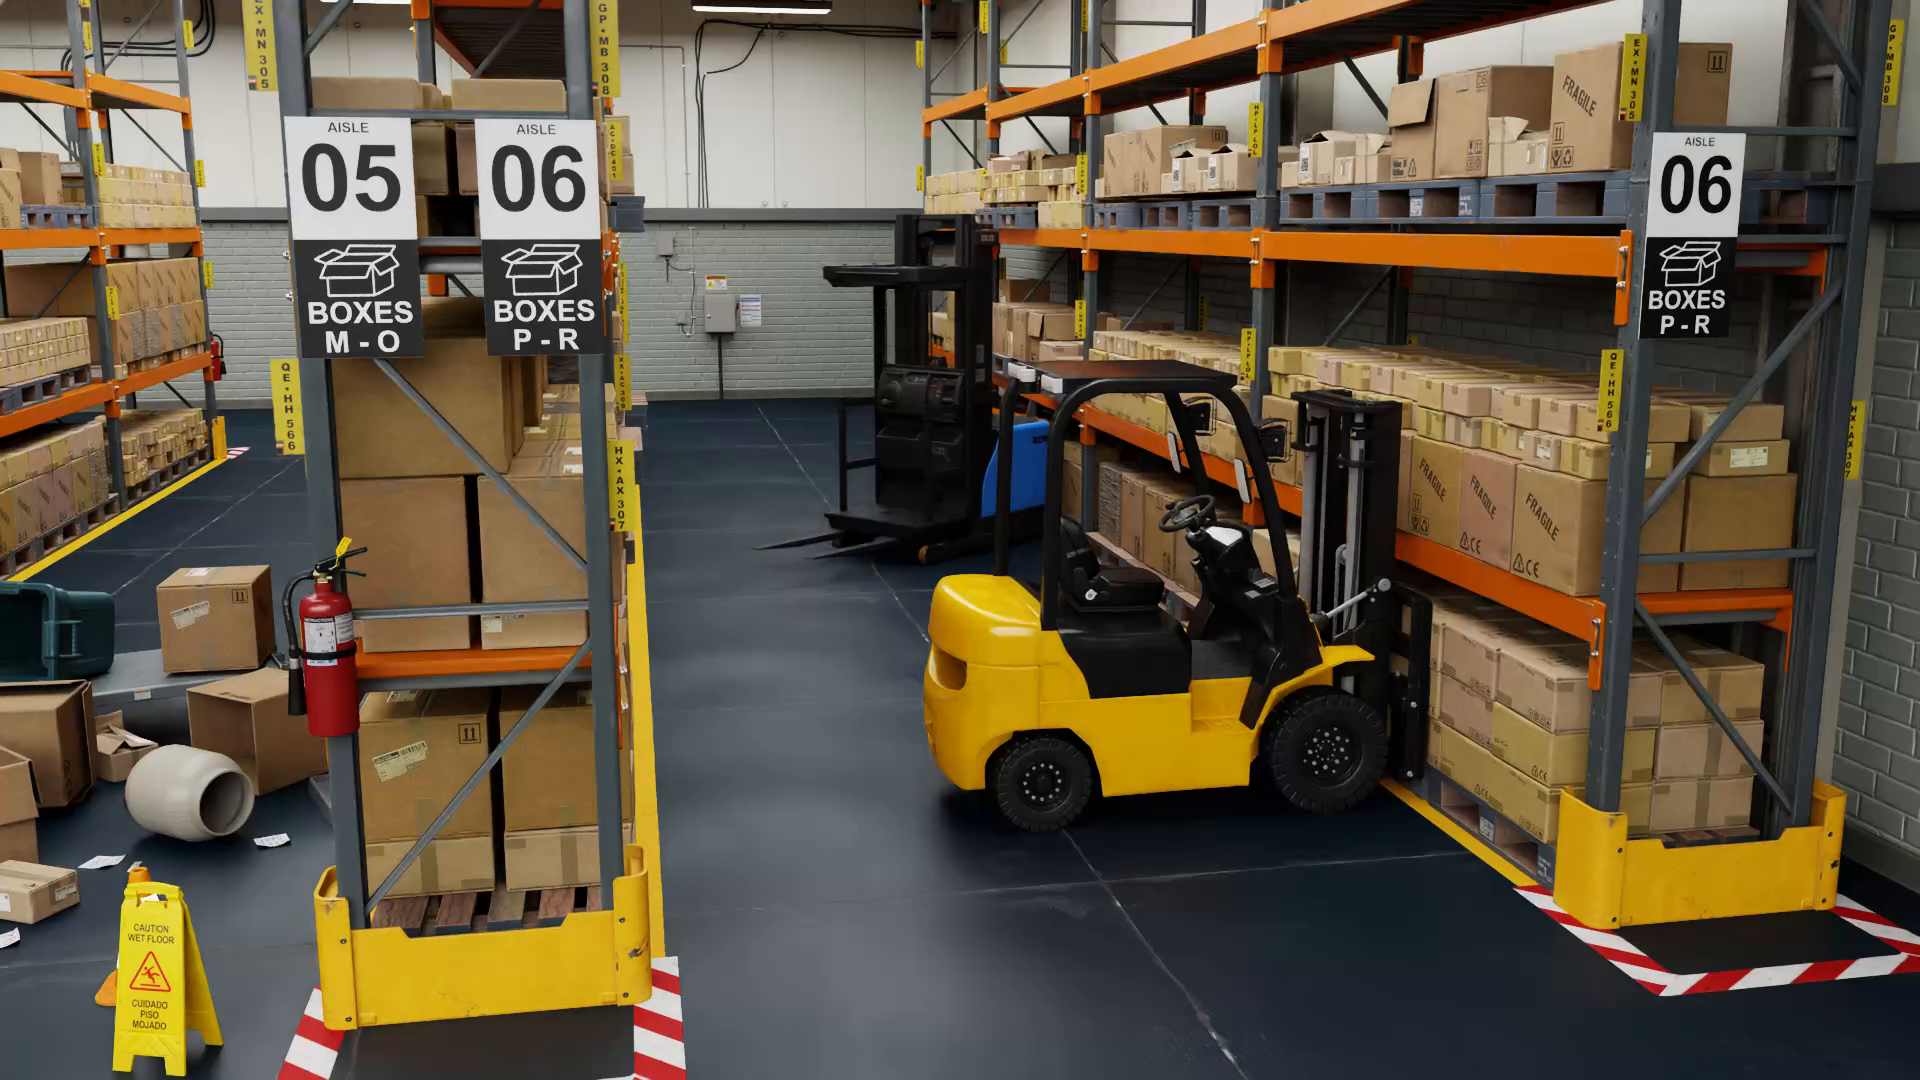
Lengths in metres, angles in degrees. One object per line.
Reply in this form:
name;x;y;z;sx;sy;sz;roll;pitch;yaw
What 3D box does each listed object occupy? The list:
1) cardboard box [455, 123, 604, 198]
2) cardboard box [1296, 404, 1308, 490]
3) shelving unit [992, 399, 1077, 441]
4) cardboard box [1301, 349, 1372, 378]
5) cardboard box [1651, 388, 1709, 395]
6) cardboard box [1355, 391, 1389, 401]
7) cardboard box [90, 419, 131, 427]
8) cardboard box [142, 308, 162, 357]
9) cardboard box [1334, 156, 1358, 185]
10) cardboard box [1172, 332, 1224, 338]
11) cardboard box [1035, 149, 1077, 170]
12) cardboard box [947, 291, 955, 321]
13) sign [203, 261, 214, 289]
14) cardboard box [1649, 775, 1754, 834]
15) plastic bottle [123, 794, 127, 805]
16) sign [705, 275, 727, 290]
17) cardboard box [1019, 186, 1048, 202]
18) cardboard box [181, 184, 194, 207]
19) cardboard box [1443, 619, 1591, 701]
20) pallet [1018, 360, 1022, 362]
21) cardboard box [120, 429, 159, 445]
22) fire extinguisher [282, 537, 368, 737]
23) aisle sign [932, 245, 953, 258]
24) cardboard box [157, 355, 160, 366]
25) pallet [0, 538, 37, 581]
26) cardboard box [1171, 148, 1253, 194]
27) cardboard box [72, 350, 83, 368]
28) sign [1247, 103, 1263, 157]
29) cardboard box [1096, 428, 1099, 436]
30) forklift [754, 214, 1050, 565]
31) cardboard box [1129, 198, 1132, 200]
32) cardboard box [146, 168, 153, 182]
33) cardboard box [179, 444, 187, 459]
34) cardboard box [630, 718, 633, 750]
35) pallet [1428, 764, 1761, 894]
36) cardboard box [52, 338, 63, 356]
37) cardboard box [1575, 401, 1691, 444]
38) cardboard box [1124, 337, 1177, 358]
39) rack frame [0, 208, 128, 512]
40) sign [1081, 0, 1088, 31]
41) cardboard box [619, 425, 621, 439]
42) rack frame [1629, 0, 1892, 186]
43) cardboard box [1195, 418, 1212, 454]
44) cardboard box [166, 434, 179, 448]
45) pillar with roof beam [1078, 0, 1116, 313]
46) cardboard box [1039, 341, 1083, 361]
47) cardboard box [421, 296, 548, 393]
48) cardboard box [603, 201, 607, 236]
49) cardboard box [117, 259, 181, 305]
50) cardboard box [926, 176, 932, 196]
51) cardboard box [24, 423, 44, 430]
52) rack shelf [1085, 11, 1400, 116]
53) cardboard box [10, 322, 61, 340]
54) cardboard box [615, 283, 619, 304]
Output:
cardboard box;-1.576;-1.394;6.135;0.500;0.250;0.500;-2;11;-12
cardboard box;2.299;-0.524;9.715;0.500;0.500;0.500;-2;11;-10
shelving unit;0.596;-0.785;15.948;0.538;1.125;1.048;10;5;-21
cardboard box;2.279;-1.062;10.007;0.380;0.149;0.250;-2;11;-10
cardboard box;3.190;-0.608;7.623;0.380;0.149;0.250;-2;11;-10
cardboard box;2.376;-0.725;9.034;0.380;0.149;0.250;-2;11;-13
cardboard box;-9.649;-1.281;18.868;0.380;0.149;0.250;-2;11;-9
cardboard box;-8.924;-2.228;17.870;0.500;0.500;0.500;-2;11;-12
cardboard box;2.290;-2.032;9.164;0.380;0.149;0.250;-2;11;-9
cardboard box;1.995;-1.666;13.979;0.380;0.149;0.250;-2;11;-10
cardboard box;1.006;-3.983;17.507;0.396;0.266;0.258;-2;11;-11
cardboard box;0.133;-2.935;20.246;0.500;0.500;0.500;-2;11;-10
sign;-9.139;-3.223;20.218;0.100;0.325;0.005;-2;11;-11
cardboard box;3.225;1.120;7.575;0.500;0.250;0.500;-2;11;-11
plastic bottle;-4.106;1.269;8.422;0.133;0.061;0.283;0;11;-1
sign;-3.976;-4.205;27.113;0.339;0.242;0.001;-2;11;-11
cardboard box;0.787;-3.384;16.264;0.380;0.149;0.250;-2;11;-10
cardboard box;-9.348;-4.052;19.560;0.500;0.250;0.500;-2;11;-13
cardboard box;2.628;0.559;7.846;0.500;0.250;0.500;-2;11;-10
pallet;1.190;-1.657;16.446;1.003;0.211;1.213;-2;11;-11
cardboard box;-8.908;-1.111;17.976;0.380;0.149;0.250;-2;11;-10
fire extinguisher;-2.169;0.330;5.703;0.296;0.674;0.183;-2;11;-11
aisle sign;-0.284;-4.141;22.030;0.394;0.787;0.004;-2;11;-11
cardboard box;-9.045;-1.976;18.282;0.380;0.149;0.250;-2;11;-9
pallet;-8.282;0.212;13.574;1.003;0.211;1.213;-2;11;-11
cardboard box;1.822;-2.611;11.770;0.500;0.311;0.500;-3;11;-13
cardboard box;-8.586;-1.718;15.803;0.380;0.149;0.250;-2;11;-11
sign;1.820;-2.522;10.229;0.100;0.325;0.005;-2;11;-11
cardboard box;1.473;-1.034;16.487;0.380;0.149;0.250;-2;11;-11
forklift;-0.481;-1.330;14.400;1.130;2.935;3.031;9;14;39
cardboard box;1.704;-3.113;14.893;0.380;0.149;0.250;-2;11;-11
cardboard box;-9.057;-3.990;18.167;0.380;0.149;0.250;-2;11;-13
cardboard box;-9.092;-1.015;19.060;0.380;0.149;0.250;-3;11;-14
cardboard box;-1.835;1.047;7.959;0.500;0.250;0.500;-1;11;-7
pallet;2.939;1.304;7.836;1.003;0.211;1.213;-2;11;-11
cardboard box;-8.483;-1.768;15.269;0.380;0.149;0.250;-2;11;-13
cardboard box;2.852;-0.499;7.053;0.380;0.149;0.250;-2;11;-11
cardboard box;1.537;-1.551;13.372;0.380;0.149;0.250;-2;11;-10
rack frame;-8.909;-1.749;16.414;1.000;3.000;0.127;-2;11;-11
sign;1.338;-5.633;17.858;0.100;0.325;0.005;-2;11;-11
cardboard box;-2.355;-0.722;10.568;0.380;0.149;0.250;-2;11;-10
rack frame;3.129;-2.874;6.285;1.000;3.000;0.127;-2;11;-11
cardboard box;1.893;-0.762;11.634;0.500;0.250;0.500;-2;11;-11
cardboard box;-9.057;-1.110;18.767;0.380;0.149;0.250;-2;11;-8
pillar with roof beam;-2.679;-5.079;17.869;9.100;9.000;0.400;-2;11;-11
cardboard box;1.050;-1.709;15.485;0.500;0.250;0.500;-3;11;-14
cardboard box;-2.644;-1.078;9.153;0.700;0.500;0.500;-2;11;-12
cardboard box;-1.741;-1.406;7.263;0.380;0.149;0.250;-2;11;-10
cardboard box;-9.146;-2.906;18.757;0.500;0.500;0.500;-2;11;-8
cardboard box;-0.143;-4.563;21.447;0.500;0.250;0.500;-2;11;-12
cardboard box;-9.025;-0.950;15.776;0.500;0.250;0.500;-3;11;-14
rack shelf;1.962;-3.425;12.172;1.077;0.370;4.000;-2;11;-11
cardboard box;-8.487;-1.912;15.232;0.380;0.149;0.250;-2;11;-11
cardboard box;-3.438;-2.132;15.487;0.500;0.500;0.500;-2;11;-10
